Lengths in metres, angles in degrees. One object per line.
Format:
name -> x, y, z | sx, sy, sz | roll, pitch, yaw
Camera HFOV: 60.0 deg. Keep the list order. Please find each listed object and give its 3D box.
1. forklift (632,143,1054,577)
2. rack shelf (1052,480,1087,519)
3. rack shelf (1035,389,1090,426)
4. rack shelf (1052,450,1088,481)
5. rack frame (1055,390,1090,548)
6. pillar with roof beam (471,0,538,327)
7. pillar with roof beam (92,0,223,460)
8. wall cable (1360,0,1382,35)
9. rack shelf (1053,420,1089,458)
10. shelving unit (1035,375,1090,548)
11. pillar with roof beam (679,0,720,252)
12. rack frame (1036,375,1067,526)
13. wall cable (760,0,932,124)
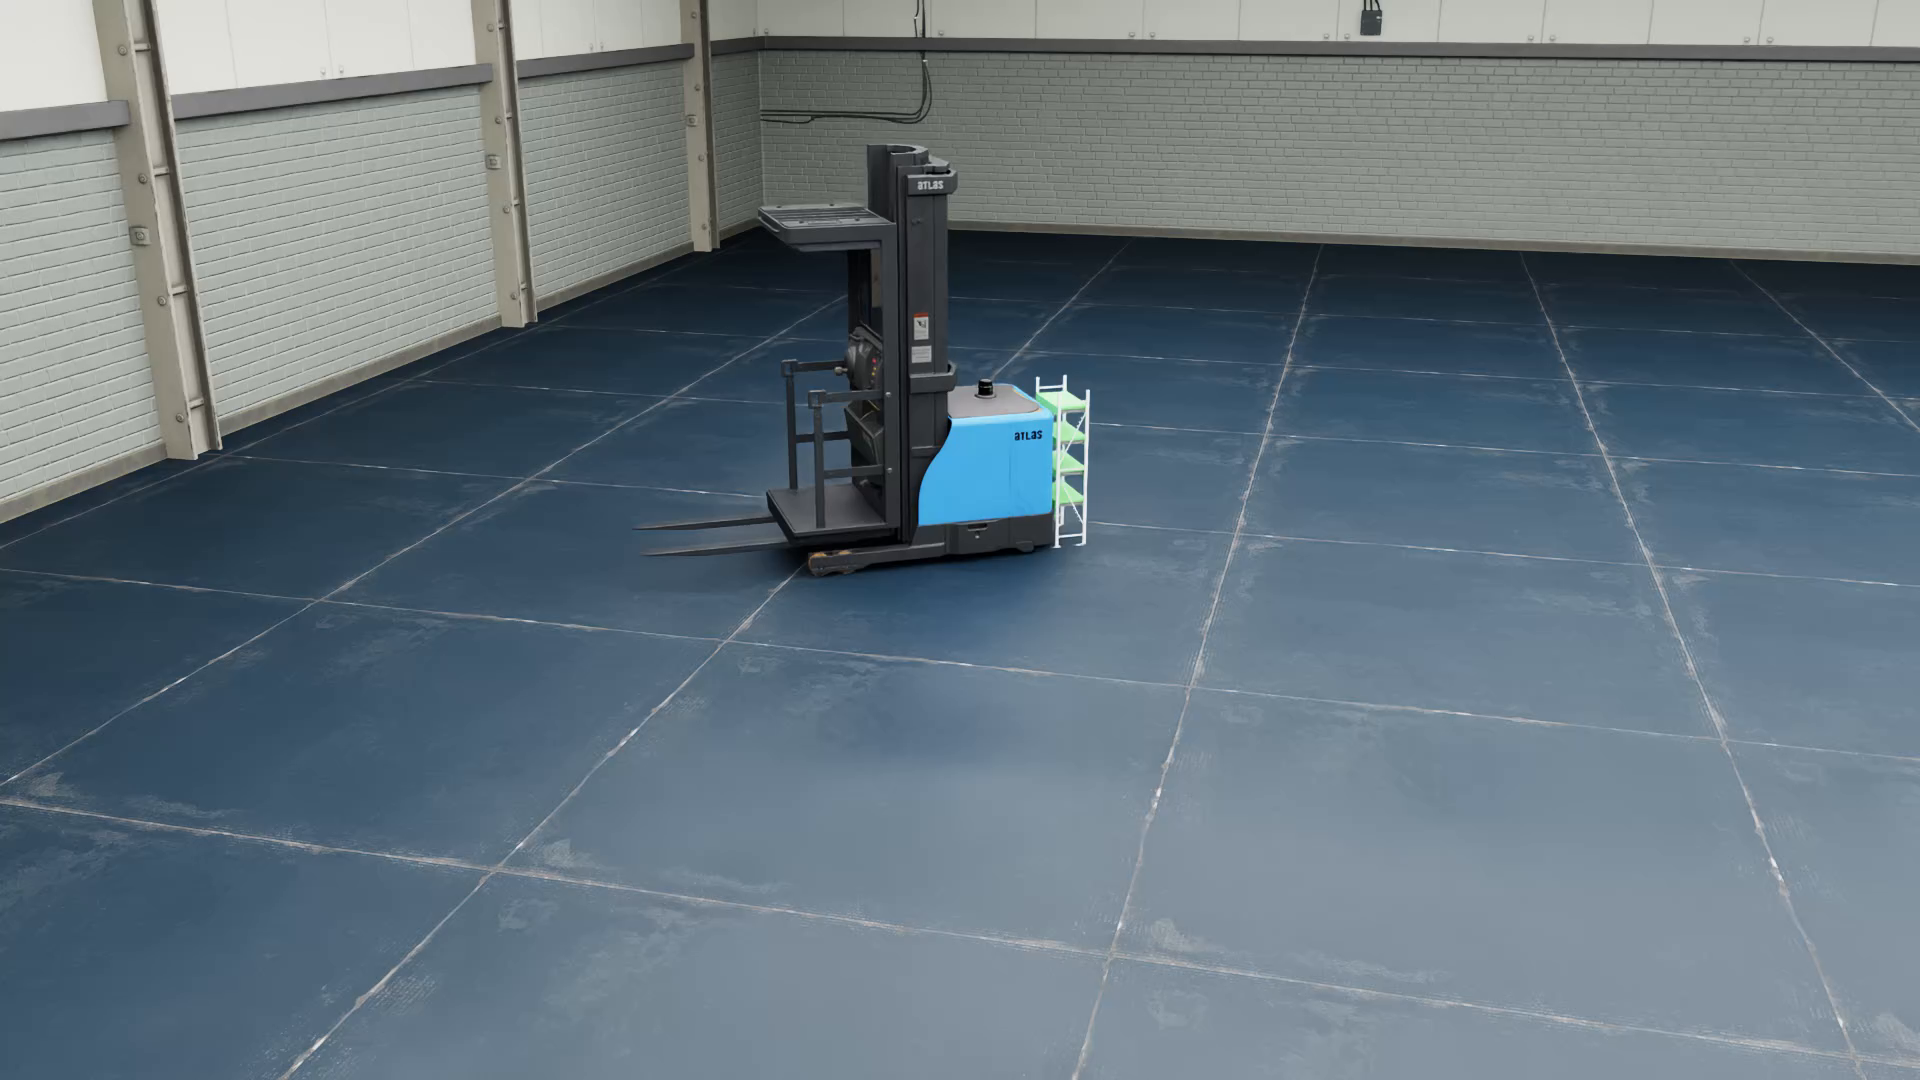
forklift -> -0.878, -1.315, 12.003 | 3.031, 2.935, 1.130 | -6, 20, -16
rack shelf -> 0.763, -0.311, 12.681 | 0.258, 0.148, 0.480 | -6, 20, -16
rack shelf -> 0.763, -0.992, 12.449 | 0.258, 0.148, 0.480 | -6, 20, -16
rack shelf -> 0.763, -0.538, 12.604 | 0.258, 0.148, 0.480 | -6, 20, -16
rack frame -> 0.833, -0.523, 12.362 | 0.240, 1.200, 0.015 | -6, 20, -16
pillar with roof beam -> -1.262, -6.584, 18.041 | 9.100, 9.000, 0.400 | 5, 19, 13
pillar with roof beam -> -2.728, -4.703, 12.535 | 9.100, 9.000, 0.400 | 5, 19, 13
wall cable -> 7.233, -10.478, 24.181 | 2.305, 6.003, 0.169 | 5, 19, 13
rack shelf -> 0.763, -0.765, 12.526 | 0.258, 0.148, 0.480 | -6, 20, -16
shelving unit -> 0.763, -0.598, 12.583 | 0.258, 1.200, 0.503 | -6, 20, -16
pillar with roof beam -> 0.204, -8.464, 23.547 | 9.100, 9.000, 0.400 | 5, 19, 13
rack frame -> 0.693, -0.674, 12.804 | 0.240, 1.200, 0.015 | -6, 20, -16
wall cable -> -1.969, -8.154, 27.442 | 3.097, 2.526, 0.112 | 5, 19, 13
